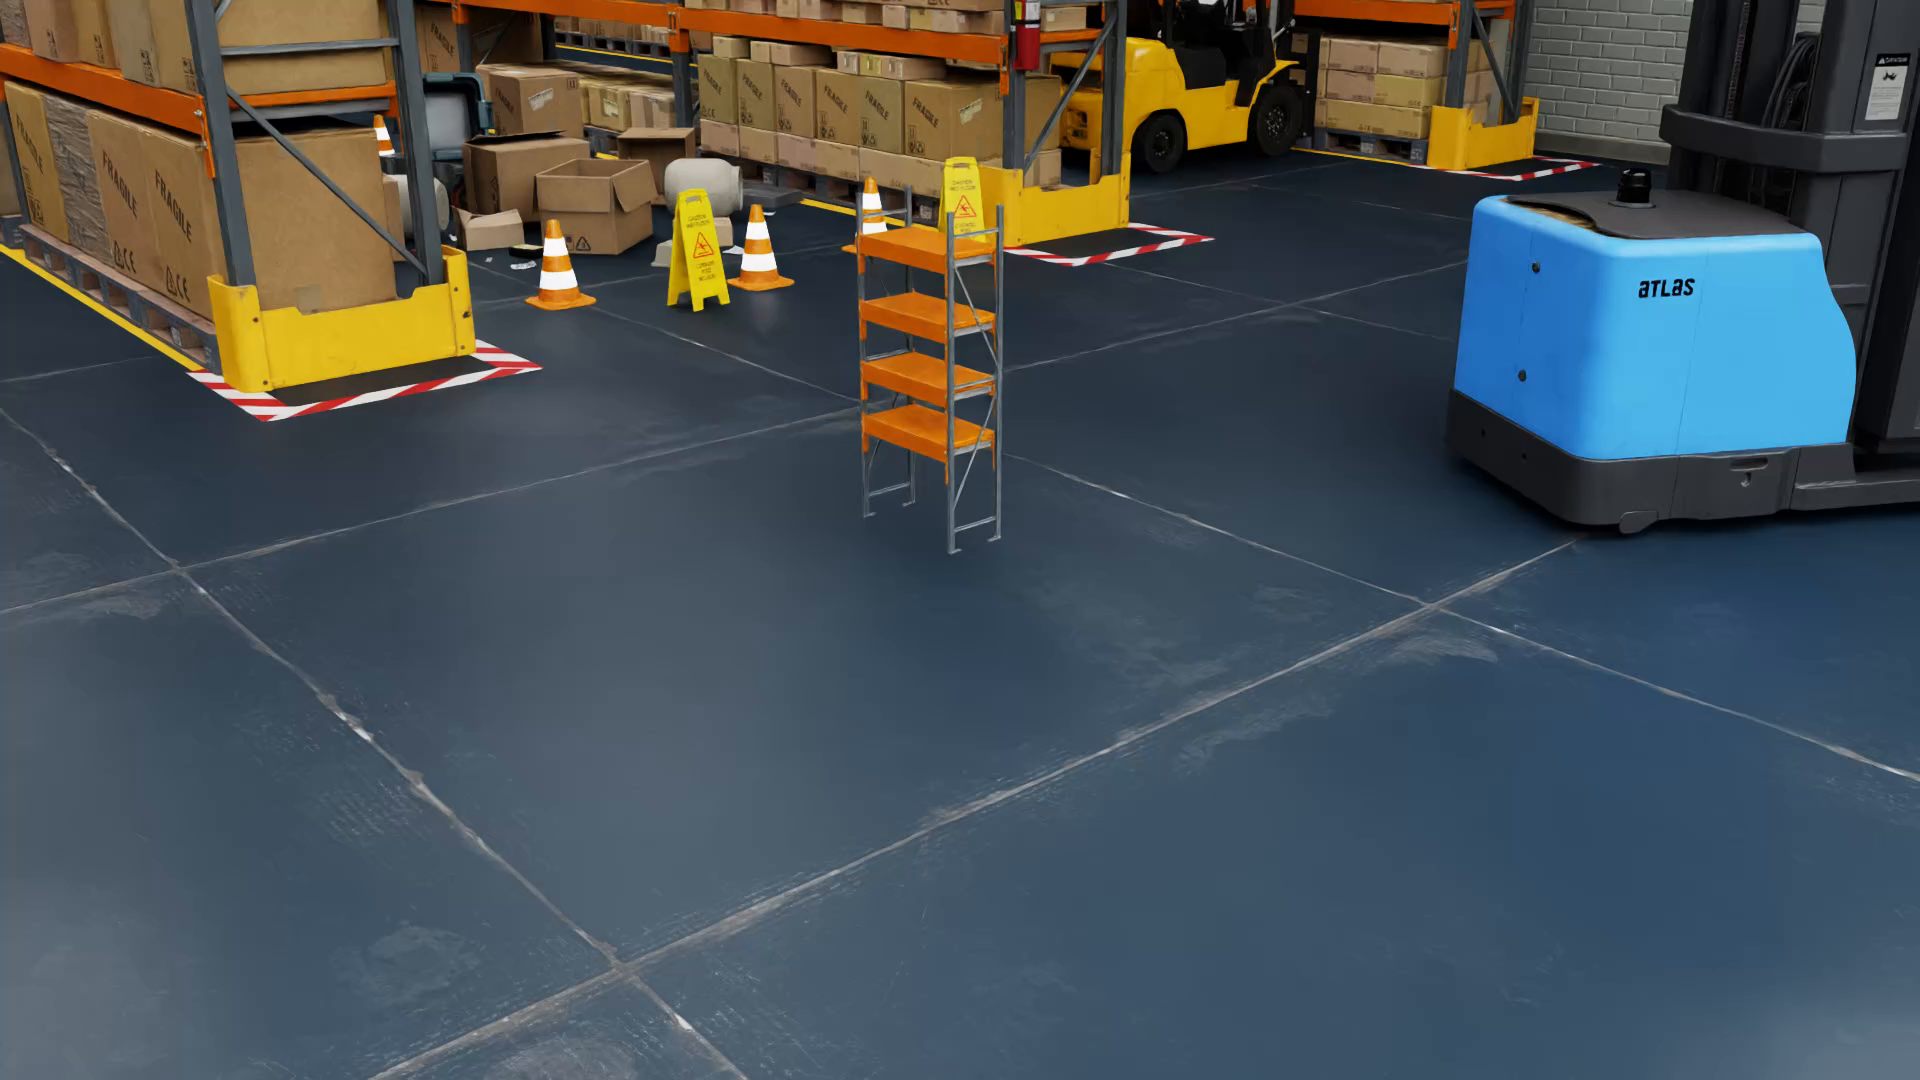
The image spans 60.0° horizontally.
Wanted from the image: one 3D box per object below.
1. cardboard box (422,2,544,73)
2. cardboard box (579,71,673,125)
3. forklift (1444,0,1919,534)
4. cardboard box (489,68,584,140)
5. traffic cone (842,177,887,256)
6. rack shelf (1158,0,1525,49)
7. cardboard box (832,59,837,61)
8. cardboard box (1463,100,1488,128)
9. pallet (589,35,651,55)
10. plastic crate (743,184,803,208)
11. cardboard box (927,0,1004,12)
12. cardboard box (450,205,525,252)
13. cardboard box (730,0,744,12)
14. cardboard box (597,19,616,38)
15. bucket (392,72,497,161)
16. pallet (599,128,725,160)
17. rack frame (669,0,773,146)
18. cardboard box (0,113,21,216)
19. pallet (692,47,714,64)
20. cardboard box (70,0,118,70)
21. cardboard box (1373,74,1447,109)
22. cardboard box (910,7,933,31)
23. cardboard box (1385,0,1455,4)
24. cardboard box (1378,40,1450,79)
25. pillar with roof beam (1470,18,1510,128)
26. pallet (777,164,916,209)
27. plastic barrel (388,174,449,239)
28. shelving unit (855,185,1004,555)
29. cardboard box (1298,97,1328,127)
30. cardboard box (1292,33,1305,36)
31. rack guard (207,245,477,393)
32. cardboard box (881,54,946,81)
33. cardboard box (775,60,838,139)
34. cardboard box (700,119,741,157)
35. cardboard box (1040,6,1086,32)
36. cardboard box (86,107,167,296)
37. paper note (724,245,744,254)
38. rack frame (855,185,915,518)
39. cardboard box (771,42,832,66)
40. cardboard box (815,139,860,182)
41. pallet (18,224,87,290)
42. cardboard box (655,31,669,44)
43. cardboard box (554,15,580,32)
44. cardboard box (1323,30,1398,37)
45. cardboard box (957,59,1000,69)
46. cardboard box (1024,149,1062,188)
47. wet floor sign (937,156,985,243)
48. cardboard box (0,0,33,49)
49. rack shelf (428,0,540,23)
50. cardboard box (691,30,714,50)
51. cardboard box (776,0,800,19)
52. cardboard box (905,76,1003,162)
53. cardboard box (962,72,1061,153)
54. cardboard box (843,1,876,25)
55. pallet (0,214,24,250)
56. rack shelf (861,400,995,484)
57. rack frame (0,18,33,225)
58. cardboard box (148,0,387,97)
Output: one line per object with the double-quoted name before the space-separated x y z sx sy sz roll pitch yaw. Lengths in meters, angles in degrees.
"cardboard box" -4.919 -5.095 17.216 0.875 0.875 0.875 -18 28 -38
"cardboard box" -3.191 -4.078 15.311 0.950 0.372 0.625 -16 27 -36
"forklift" 3.547 -1.647 6.170 3.031 2.935 1.130 -5 22 -11
"cardboard box" -3.249 -3.329 12.760 0.500 0.500 0.500 -17 27 -37
"traffic cone" -0.567 -2.098 10.706 0.336 0.463 0.334 -17 27 -37
"rack shelf" 3.144 -4.868 15.286 1.077 0.370 4.000 -17 27 -37
"cardboard box" -0.663 -3.457 12.863 0.500 0.500 0.500 -16 26 -35
"cardboard box" 4.277 -3.748 14.634 0.500 0.250 0.500 -17 27 -37
"pallet" -4.632 -7.194 24.063 1.003 0.211 1.213 -17 27 -37
"plastic crate" -1.516 -2.584 12.472 0.583 0.080 0.402 12 24 27
"cardboard box" 0.128 -3.737 10.867 0.500 0.500 0.500 -18 28 -38
"cardboard box" -3.086 -2.057 10.871 0.396 0.266 0.258 -12 25 -28
"cardboard box" -1.556 -4.169 12.859 0.380 0.149 0.250 -18 27 -38
"cardboard box" -4.869 -7.496 23.860 0.500 0.500 0.500 -17 27 -36
"bucket" -3.768 -3.061 12.091 0.726 0.611 0.620 -8 13 -19
"pallet" -2.429 -3.489 14.603 1.003 0.211 1.213 -17 27 -37
"rack frame" -1.920 -4.573 13.546 1.000 3.000 0.127 -17 27 -37
"cardboard box" -6.077 -2.664 11.183 1.050 0.750 0.750 -18 27 -38
"pallet" -2.824 -6.451 22.166 1.003 0.211 1.213 -17 27 -37
"cardboard box" -4.293 -2.891 9.046 0.875 0.550 0.500 -17 27 -37
"cardboard box" 3.895 -3.858 14.231 0.500 0.250 0.500 -18 28 -38
"cardboard box" -0.115 -3.522 11.209 0.380 0.149 0.250 -18 28 -38
"cardboard box" 3.929 -4.770 13.913 0.500 0.500 0.500 -18 28 -39
"cardboard box" 3.912 -4.084 14.121 0.500 0.250 0.500 -16 27 -36
"pillar with roof beam" 1.416 -6.826 11.072 9.100 9.000 0.400 -17 27 -37
"pallet" -0.654 -2.760 12.741 1.003 0.211 1.213 -17 27 -37
"plastic barrel" -3.701 -2.219 11.068 0.512 0.421 0.421 0 21 -1
"shelving unit" -0.108 -0.604 5.882 0.258 1.200 0.503 -17 27 -37
"cardboard box" 3.266 -3.900 15.023 0.500 0.250 0.500 -17 27 -37
"cardboard box" 2.913 -4.502 15.190 0.500 0.250 0.500 -18 28 -38
"rack guard" -2.977 -1.091 8.083 1.175 0.500 0.348 -17 27 -37
"cardboard box" -0.320 -3.279 11.519 0.380 0.149 0.250 -16 27 -36
"cardboard box" -1.044 -3.321 12.516 0.500 0.500 0.500 -16 26 -35
"cardboard box" -1.739 -3.261 13.390 0.500 0.250 0.500 -19 28 -40
"cardboard box" 0.626 -3.494 11.135 0.380 0.149 0.250 -17 27 -37
"cardboard box" -4.061 -1.882 9.013 0.875 0.875 0.875 -18 28 -38
"paper note" -1.434 -1.872 10.723 0.142 0.019 0.148 12 24 27
"rack frame" -0.267 -0.672 6.054 0.240 1.200 0.015 -17 27 -37
"cardboard box" -1.188 -3.648 12.461 0.380 0.149 0.250 -16 26 -34
"cardboard box" -0.718 -2.830 12.292 0.500 0.250 0.500 -19 28 -39
"pallet" -5.167 -1.839 10.390 1.003 0.211 1.213 -17 27 -37
"cardboard box" -3.970 -6.918 22.866 0.380 0.149 0.250 -18 28 -39
"cardboard box" -5.667 -7.912 24.920 0.797 0.503 0.637 -19 28 -39
"cardboard box" 3.632 -4.487 15.150 0.500 0.250 0.500 -18 27 -38
"cardboard box" 0.496 -5.410 18.364 0.875 0.625 0.625 -19 28 -40
"cardboard box" 0.374 -2.671 11.886 0.500 0.250 0.500 -18 28 -38
"wet floor sign" 0.005 -2.064 10.369 0.267 0.644 0.232 -8 23 -19
"cardboard box" -5.354 -3.337 10.186 0.875 0.550 0.550 -17 27 -37
"rack shelf" -5.836 -5.895 17.909 1.077 0.370 4.000 -17 27 -37
"cardboard box" -3.238 -6.810 22.110 0.500 0.500 0.500 -16 26 -35
"cardboard box" -1.129 -3.937 12.266 0.380 0.149 0.250 -17 27 -37
"cardboard box" -0.029 -2.891 11.419 0.500 0.500 0.500 -17 27 -37
"cardboard box" 0.358 -3.027 11.766 0.500 0.500 0.500 -19 28 -39
"cardboard box" -0.603 -3.740 11.763 0.380 0.149 0.250 -18 28 -38
"pallet" -6.164 -2.263 11.473 1.003 0.211 1.213 -17 27 -37
"rack shelf" -0.108 -0.357 5.979 0.258 0.148 0.480 -17 27 -37
"rack frame" -5.604 -3.366 10.466 1.000 3.000 0.127 -17 27 -37
"cardboard box" -3.269 -2.423 7.851 0.875 0.550 0.550 -17 27 -37
